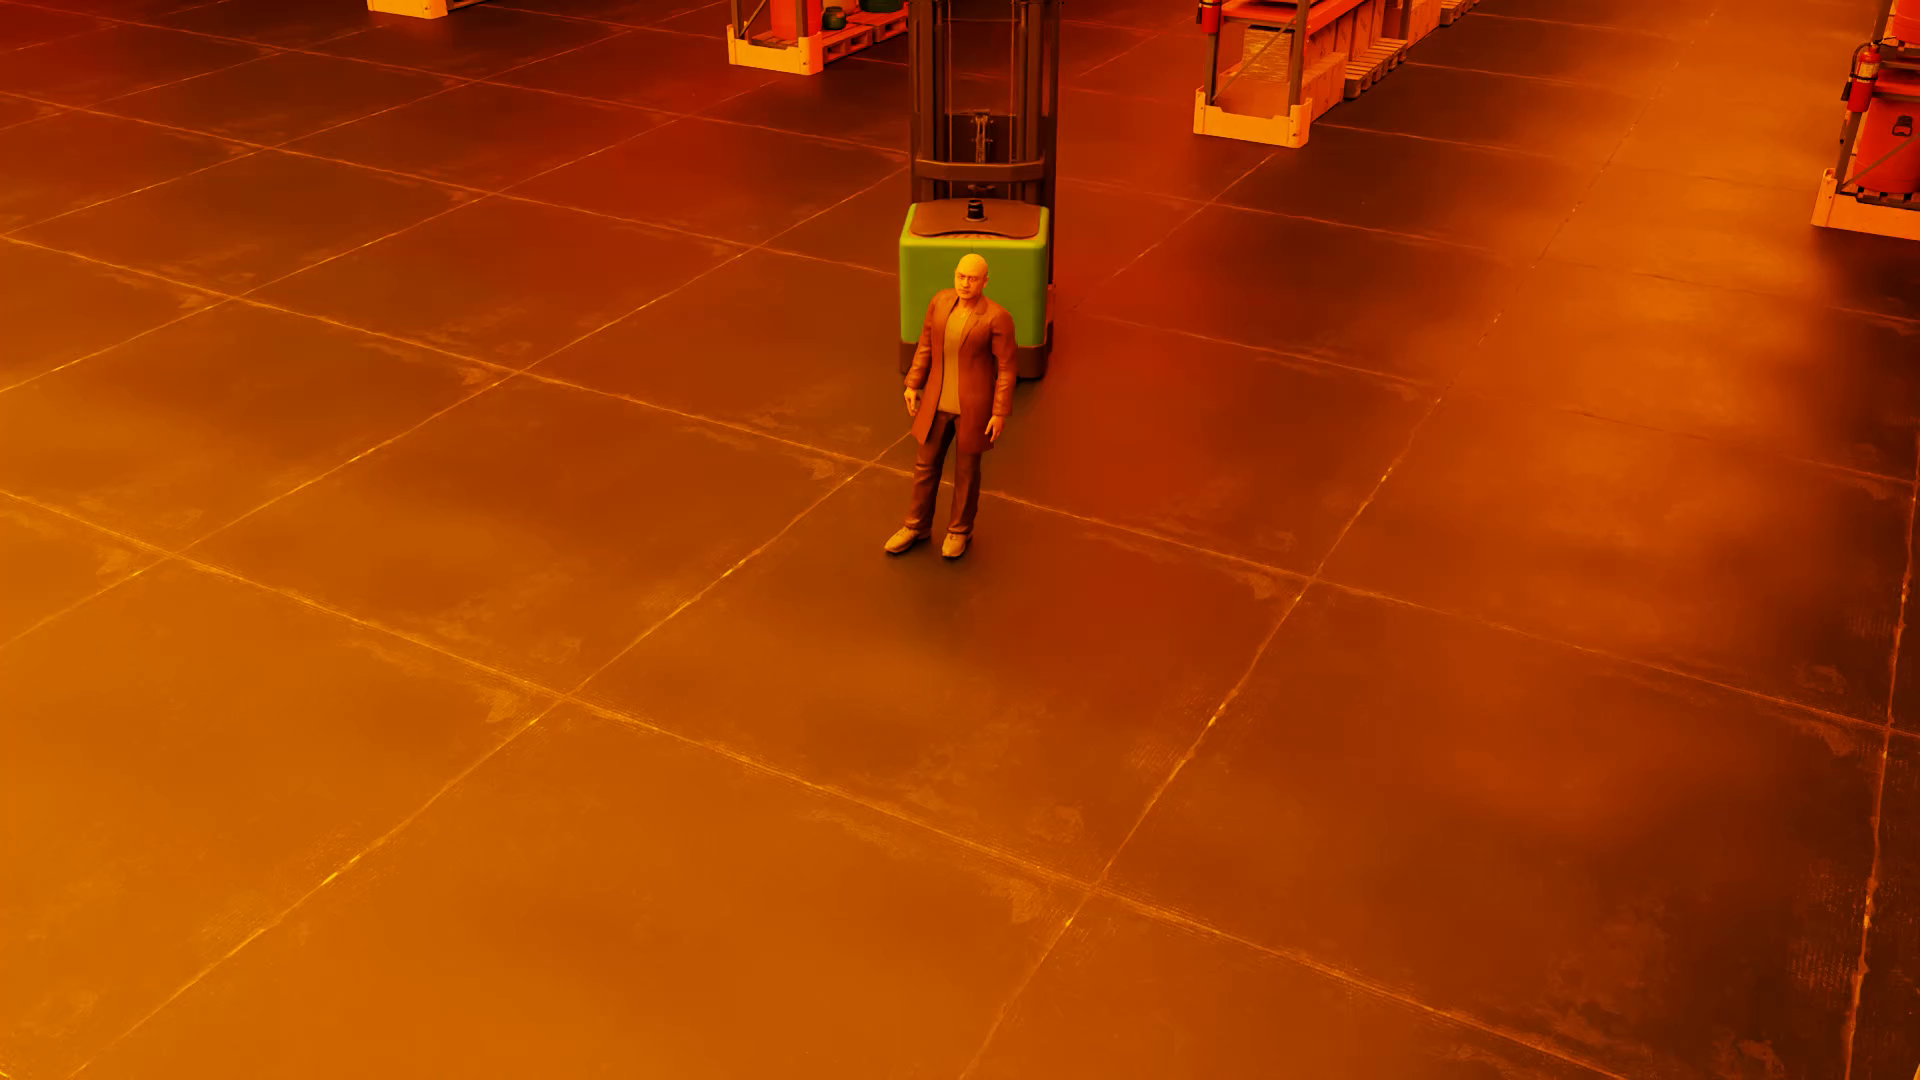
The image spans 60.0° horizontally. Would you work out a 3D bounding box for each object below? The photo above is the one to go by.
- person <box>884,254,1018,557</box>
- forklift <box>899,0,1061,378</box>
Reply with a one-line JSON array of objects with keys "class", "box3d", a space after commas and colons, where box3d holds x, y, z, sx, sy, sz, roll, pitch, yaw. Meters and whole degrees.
[{"class": "person", "box3d": [-0.048, -0.732, 9.490, 0.696, 1.766, 0.579, 15, 33, 25]}, {"class": "forklift", "box3d": [0.193, -3.132, 12.498, 1.130, 2.935, 3.031, 2, 30, 4]}]
